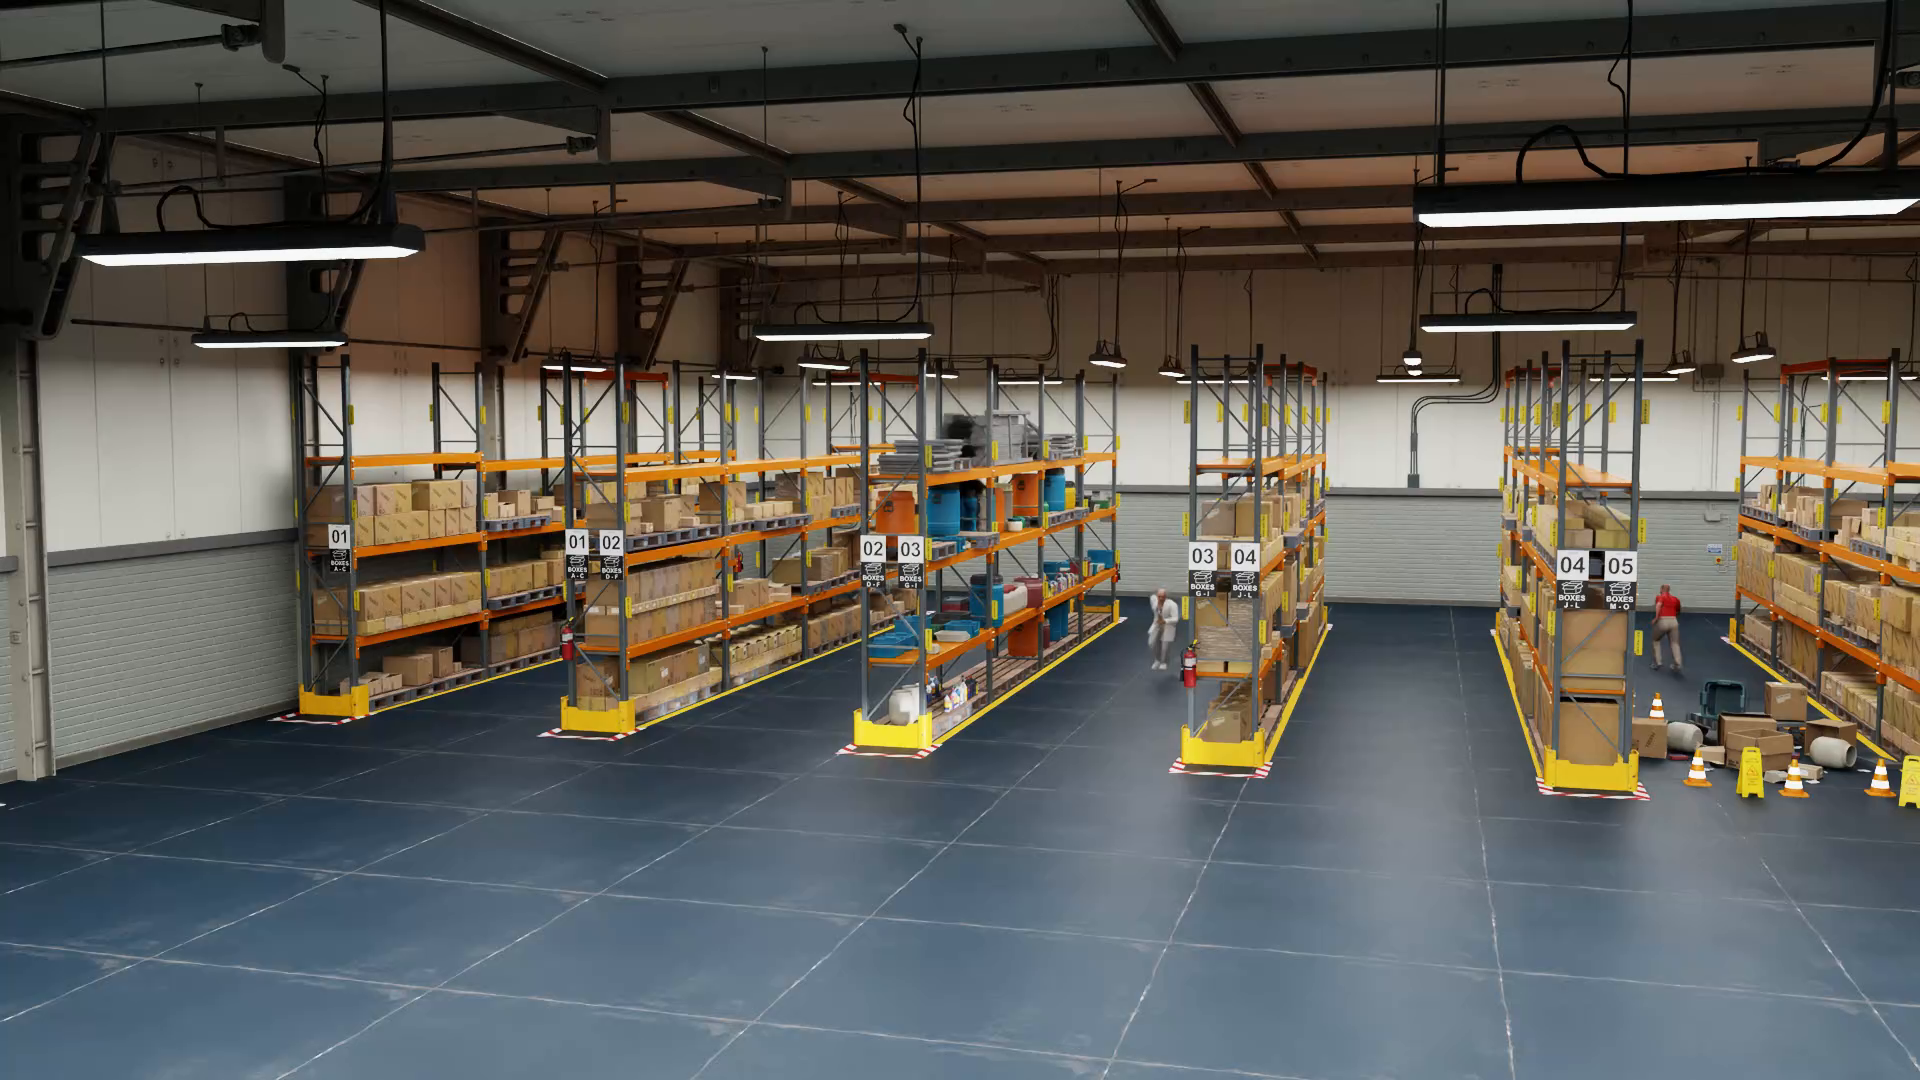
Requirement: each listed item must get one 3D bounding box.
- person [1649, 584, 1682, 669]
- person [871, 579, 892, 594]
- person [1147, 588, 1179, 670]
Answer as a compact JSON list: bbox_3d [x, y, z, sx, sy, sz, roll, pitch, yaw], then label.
[{"bbox_3d":[13.875,1.727,32.655,0.666,1.706,0.997,0,4,0],"label":"person"},{"bbox_3d":[-2.034,0.903,43.394,0.868,1.732,0.656,2,5,24],"label":"person"},{"bbox_3d":[3.731,1.647,30.661,0.721,1.574,1.045,2,5,28],"label":"person"}]
